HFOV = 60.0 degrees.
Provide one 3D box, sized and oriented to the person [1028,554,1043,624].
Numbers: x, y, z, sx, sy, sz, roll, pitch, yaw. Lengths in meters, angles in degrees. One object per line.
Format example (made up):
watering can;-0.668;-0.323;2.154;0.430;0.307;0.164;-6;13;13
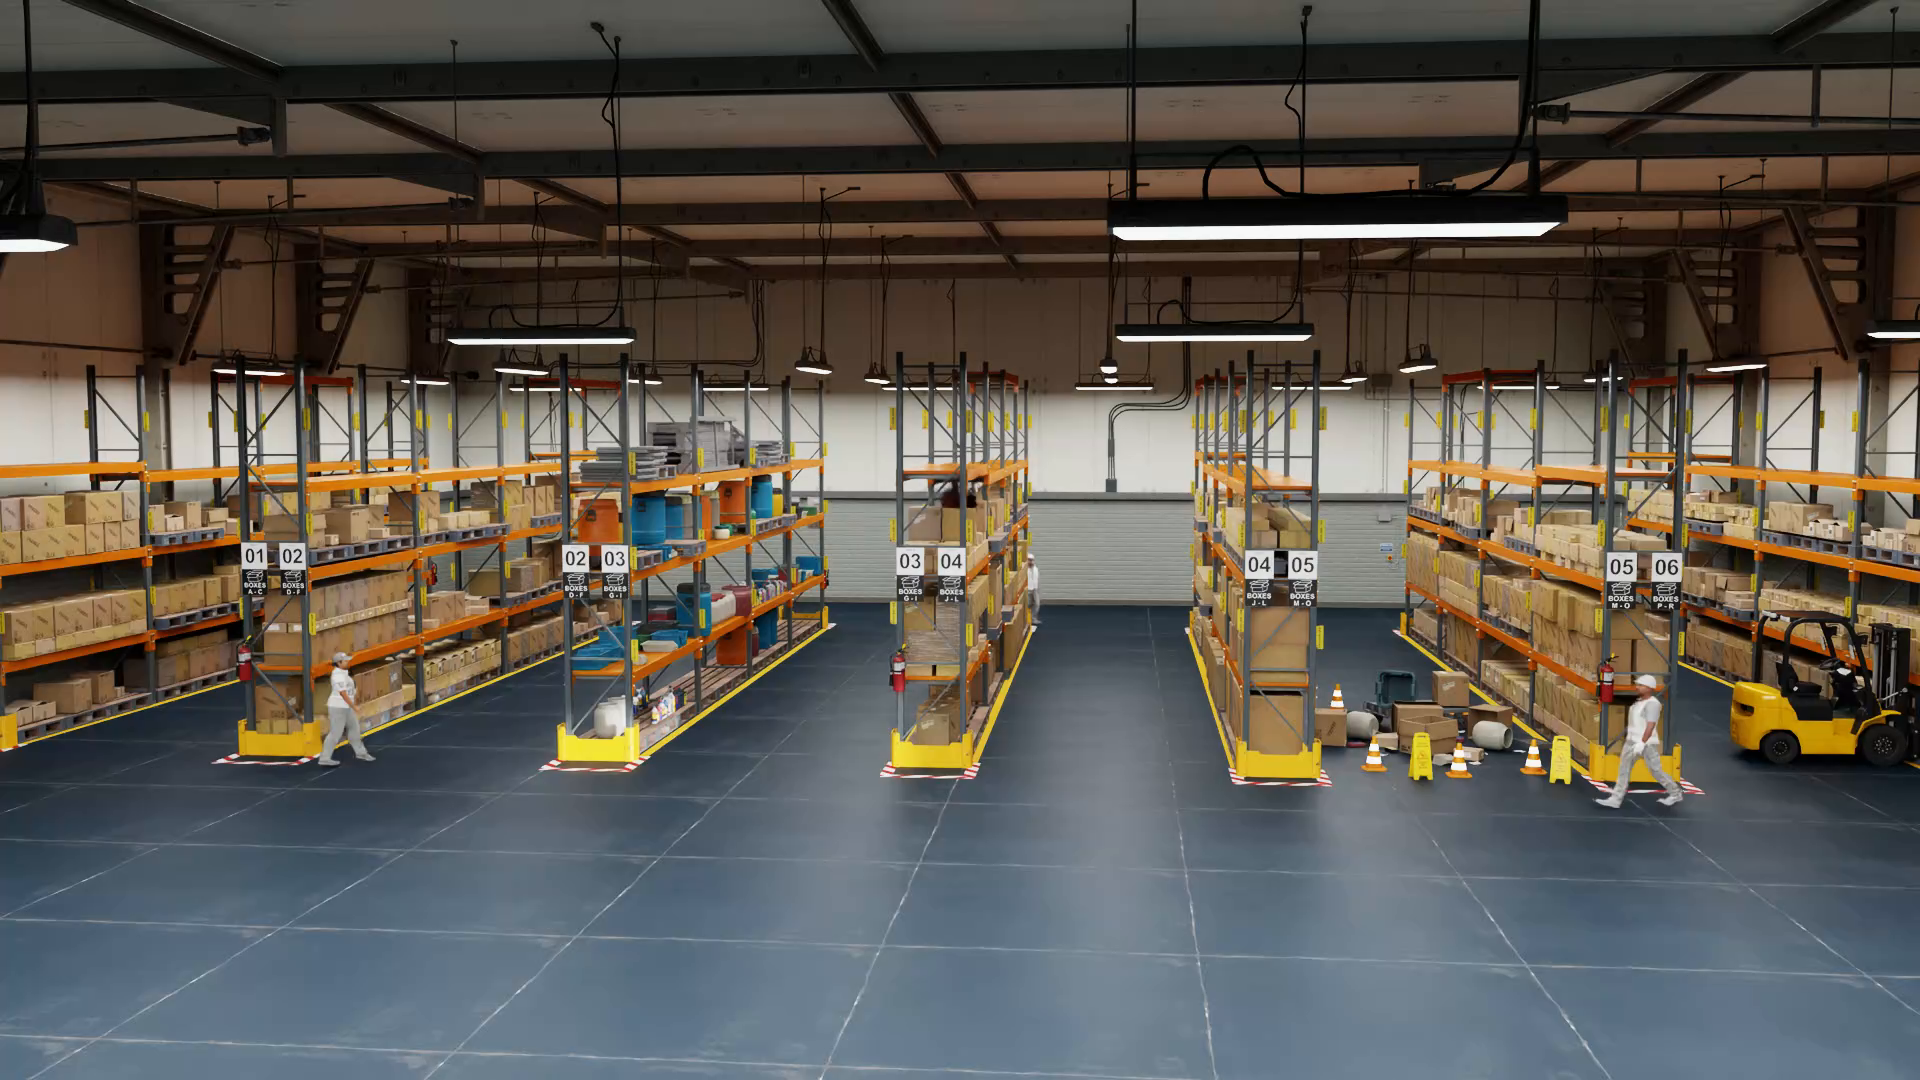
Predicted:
person;1.727;1.200;41.117;0.640;1.734;0.571;4;6;42

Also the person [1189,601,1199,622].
person;6.089;1.226;41.478;0.605;1.686;0.970;4;5;41

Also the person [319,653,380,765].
person;-8.922;2.455;24.267;0.854;1.650;0.543;-2;4;-24

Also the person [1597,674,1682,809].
person;8.809;2.610;21.436;1.025;1.756;0.542;-1;4;-18
